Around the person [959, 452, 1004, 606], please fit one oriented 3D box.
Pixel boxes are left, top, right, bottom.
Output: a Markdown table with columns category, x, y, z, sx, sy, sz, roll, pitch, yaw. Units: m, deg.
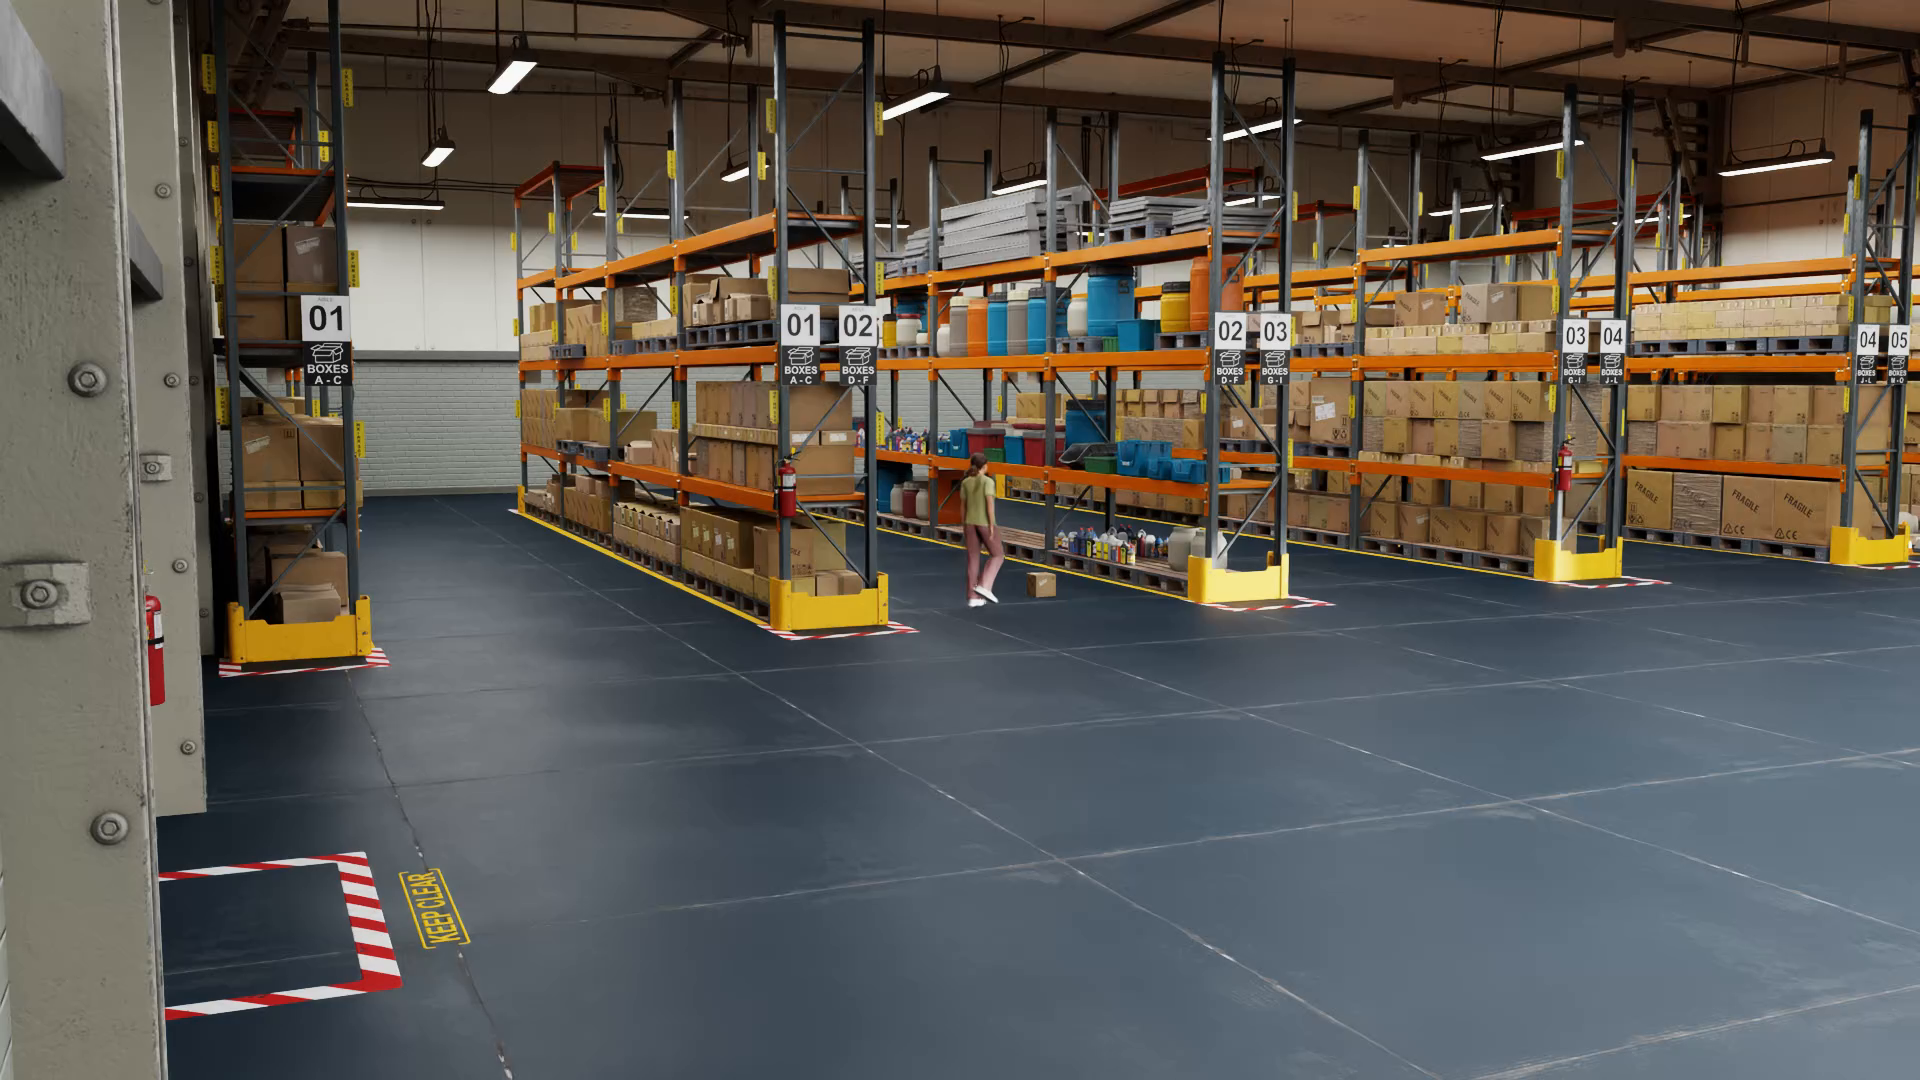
| category | x | y | z | sx | sy | sz | roll | pitch | yaw |
| --- | --- | --- | --- | --- | --- | --- | --- | --- | --- |
| person | 0.198 | -0.121 | 18.073 | 0.468 | 1.658 | 0.469 | 3 | 6 | 27 |
